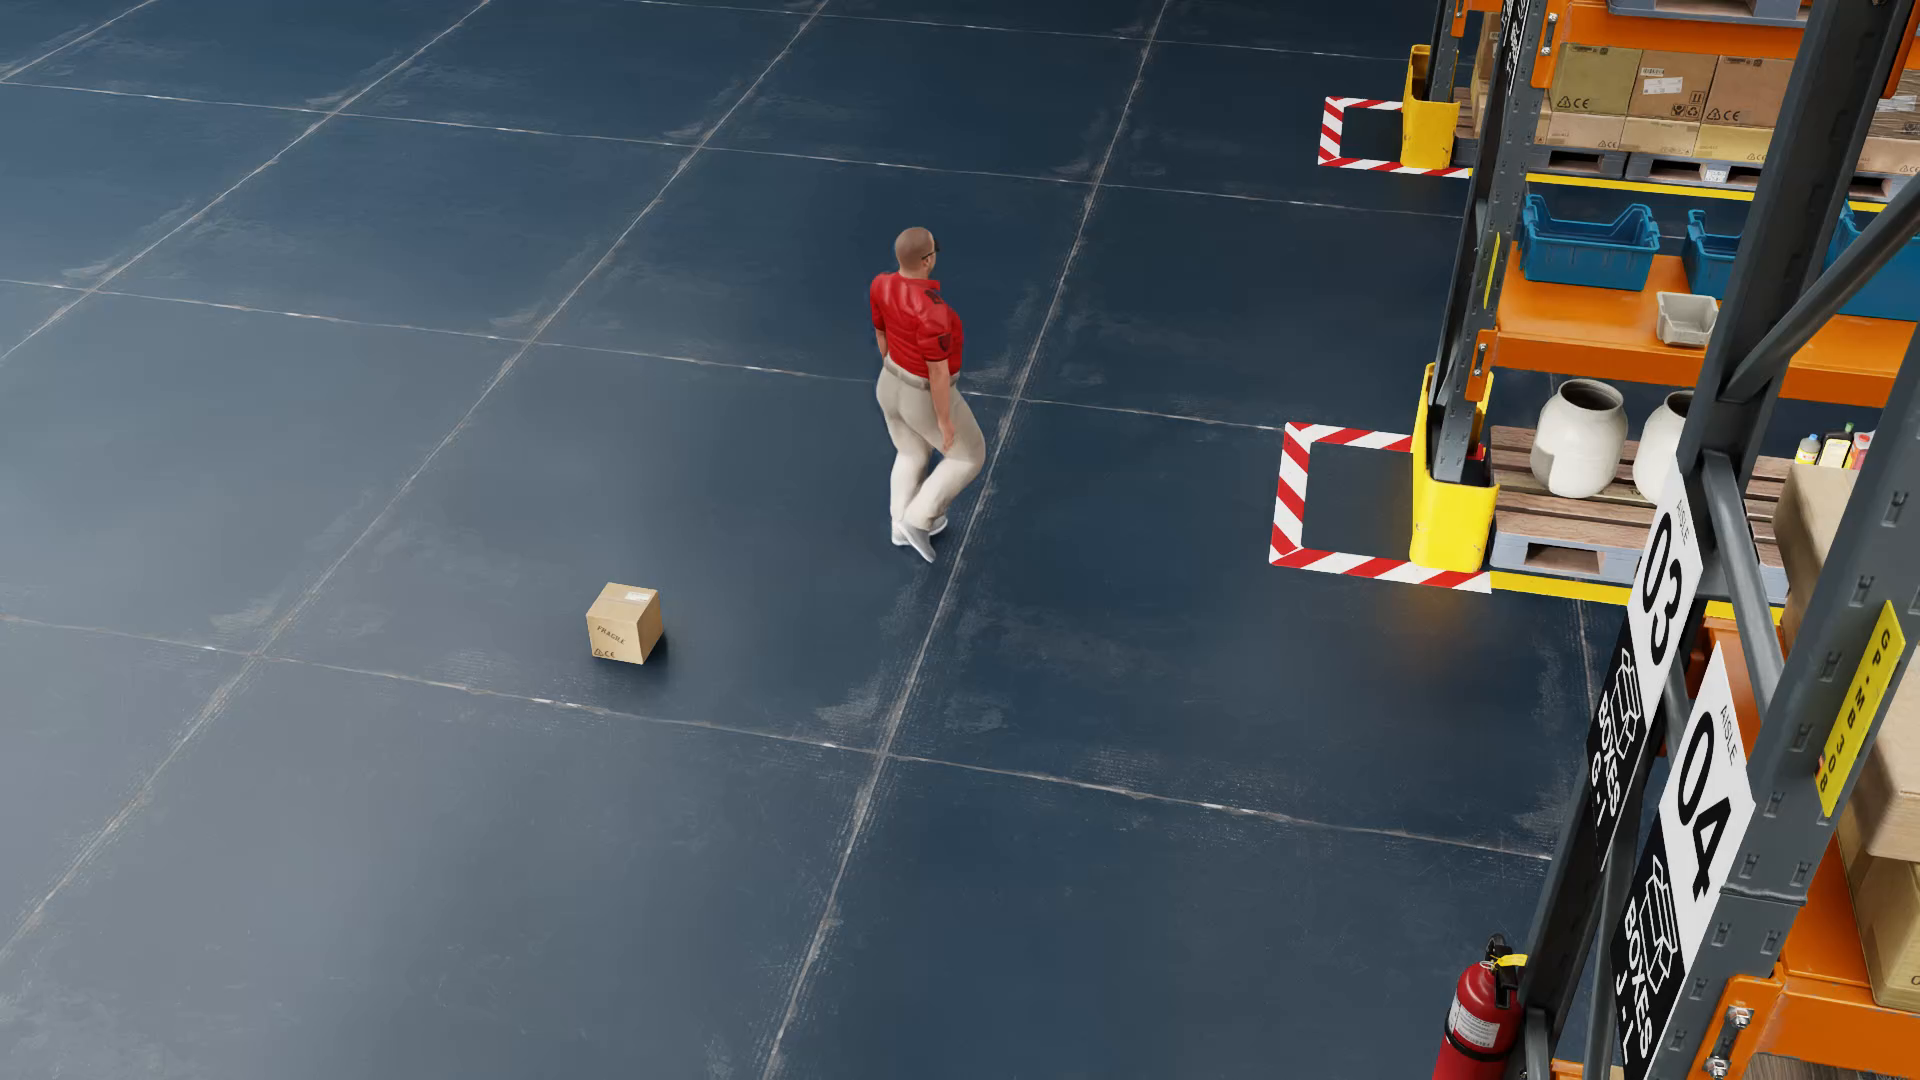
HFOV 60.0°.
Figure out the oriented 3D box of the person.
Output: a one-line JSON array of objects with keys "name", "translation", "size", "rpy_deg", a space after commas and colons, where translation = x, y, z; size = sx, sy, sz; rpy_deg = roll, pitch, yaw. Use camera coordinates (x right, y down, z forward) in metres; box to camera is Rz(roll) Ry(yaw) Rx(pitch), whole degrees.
[{"name": "person", "translation": [-0.181, -0.678, 7.868], "size": [0.483, 1.735, 0.571], "rpy_deg": [-28, 45, -32]}]
